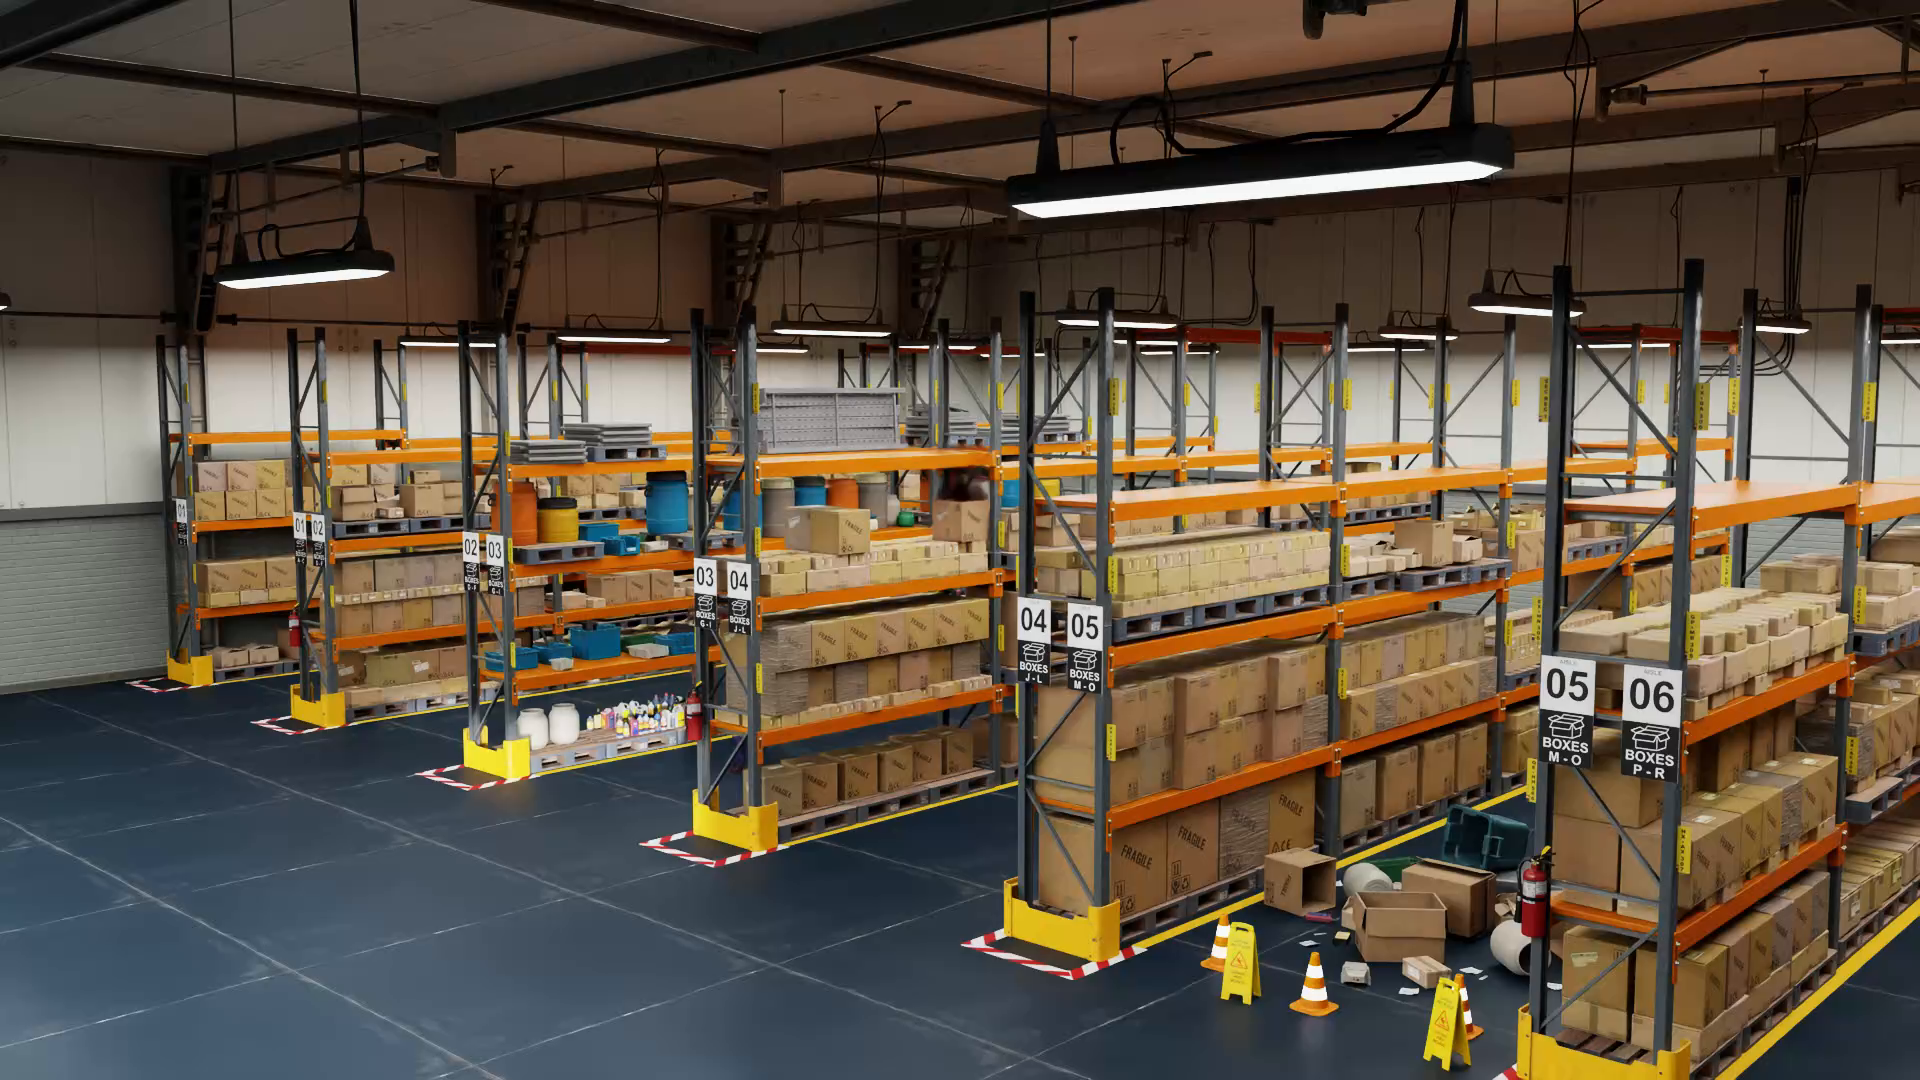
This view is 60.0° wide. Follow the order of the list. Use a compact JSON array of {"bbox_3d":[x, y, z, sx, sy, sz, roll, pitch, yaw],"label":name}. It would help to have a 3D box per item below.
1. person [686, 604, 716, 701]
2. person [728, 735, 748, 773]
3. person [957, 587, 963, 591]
[{"bbox_3d":[-4.155,1.855,26.493,0.517,1.669,0.389,0,5,1],"label":"person"},{"bbox_3d":[-2.878,2.302,22.356,0.500,1.529,0.956,3,6,30],"label":"person"},{"bbox_3d":[0.069,0.466,40.489,0.590,1.758,0.472,-4,7,-39],"label":"person"}]
